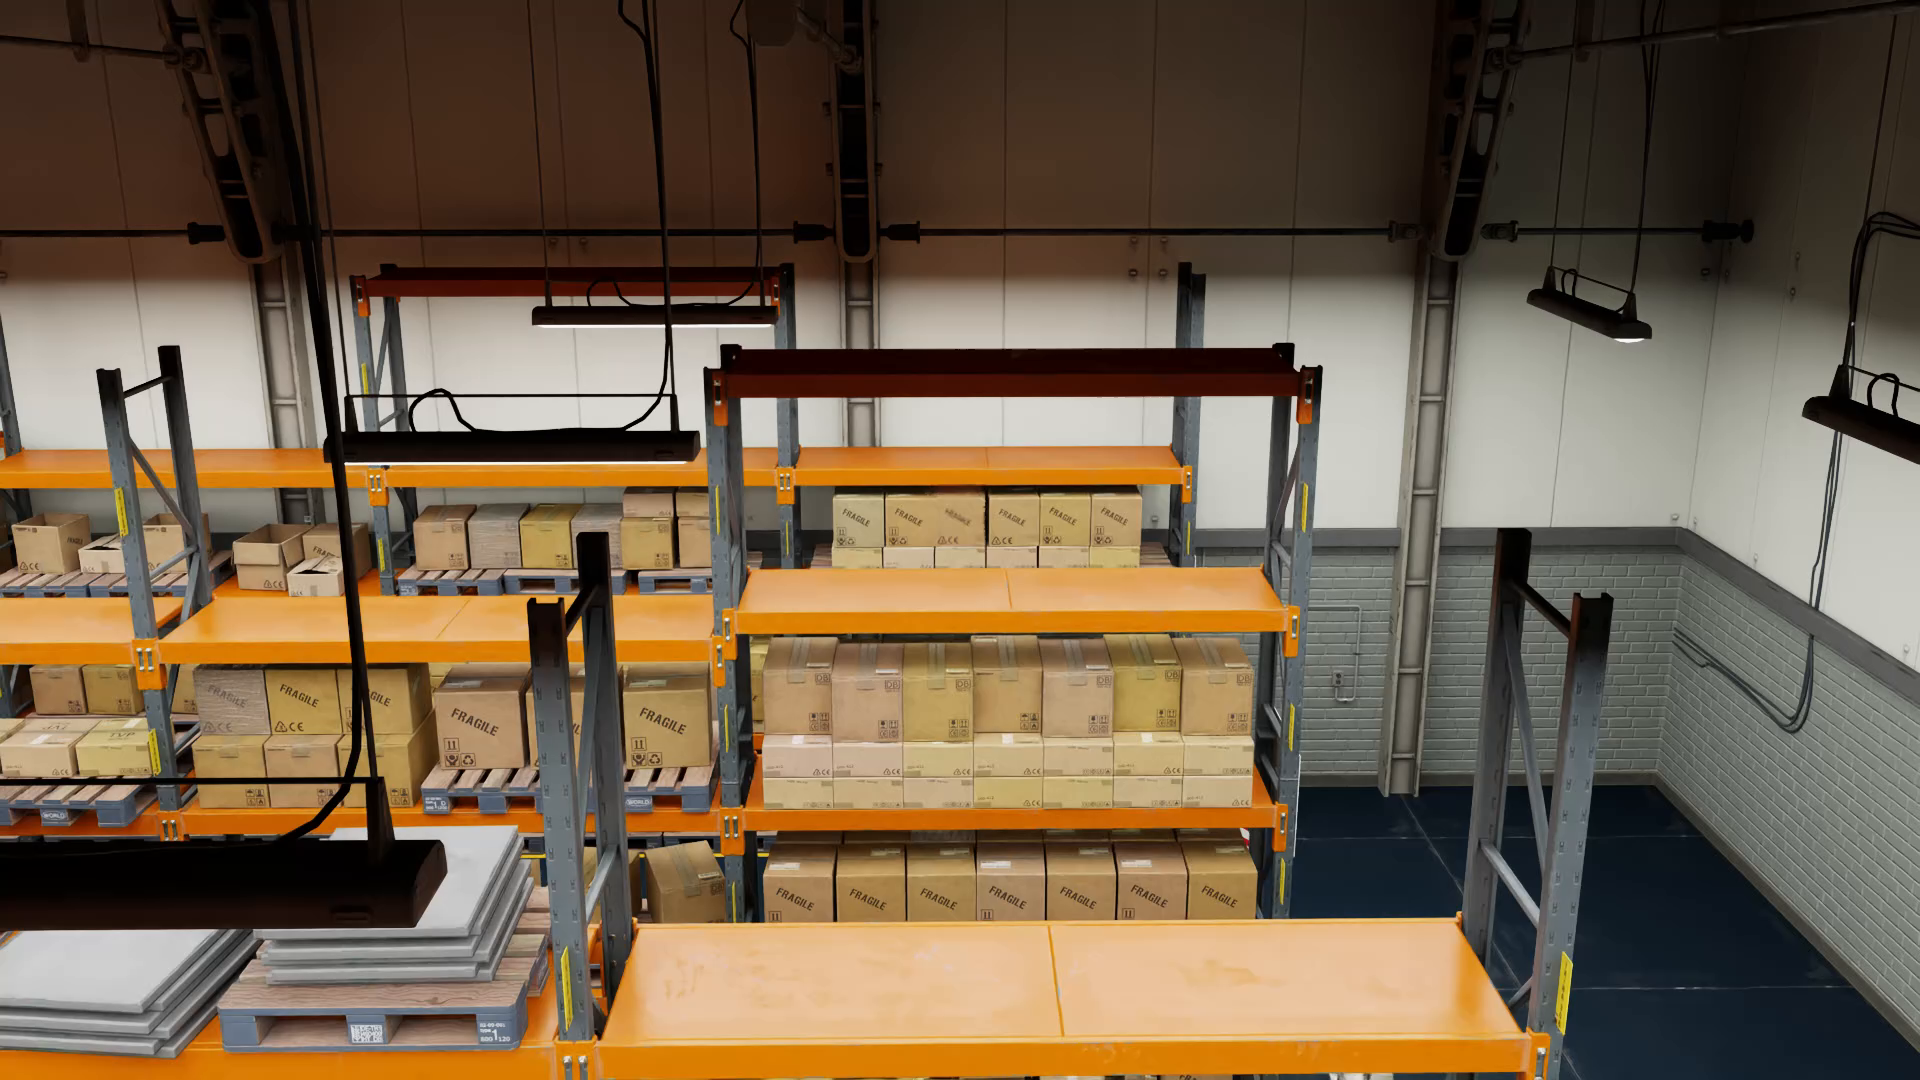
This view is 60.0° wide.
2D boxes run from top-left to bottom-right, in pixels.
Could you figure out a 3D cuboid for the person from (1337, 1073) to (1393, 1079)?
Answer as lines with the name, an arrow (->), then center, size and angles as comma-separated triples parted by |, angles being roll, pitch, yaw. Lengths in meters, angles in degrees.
person -> 2.751, 4.054, 11.620 | 0.522, 1.847, 0.709 | -7, 17, -22
